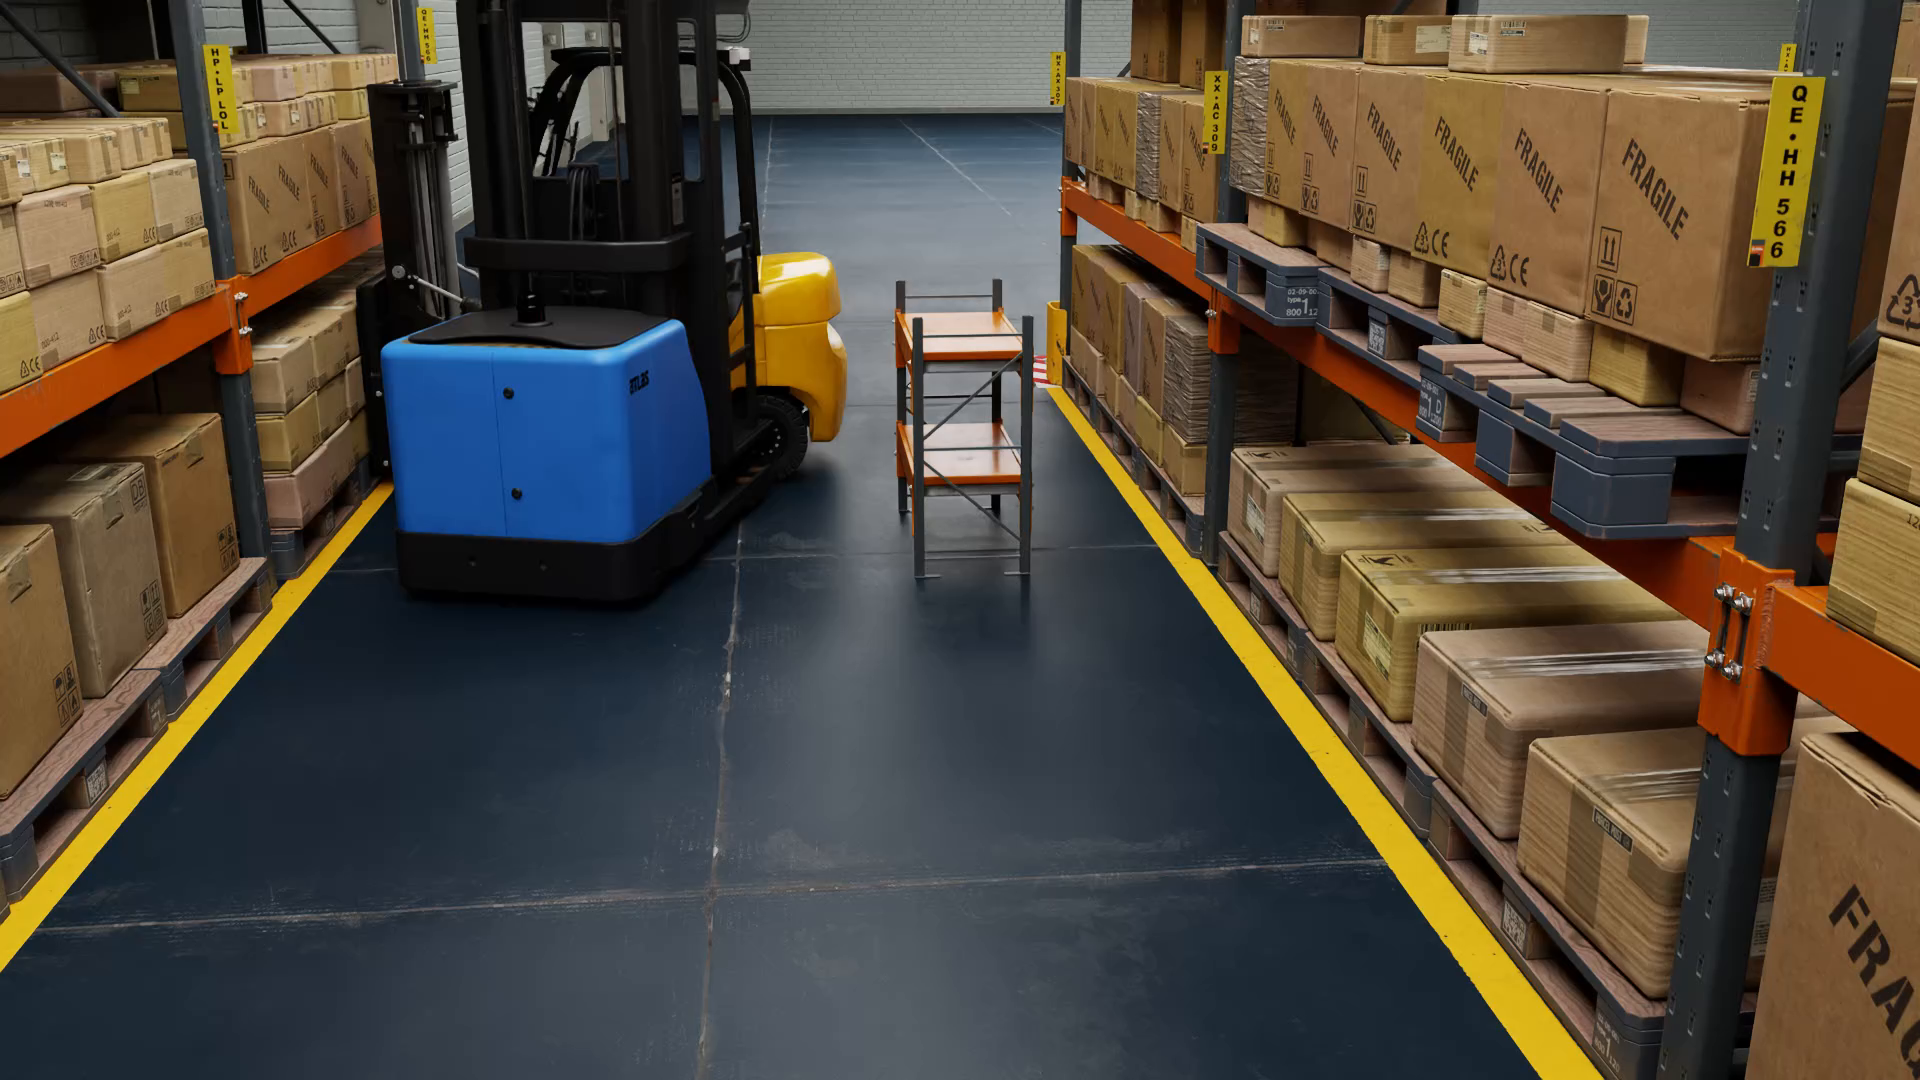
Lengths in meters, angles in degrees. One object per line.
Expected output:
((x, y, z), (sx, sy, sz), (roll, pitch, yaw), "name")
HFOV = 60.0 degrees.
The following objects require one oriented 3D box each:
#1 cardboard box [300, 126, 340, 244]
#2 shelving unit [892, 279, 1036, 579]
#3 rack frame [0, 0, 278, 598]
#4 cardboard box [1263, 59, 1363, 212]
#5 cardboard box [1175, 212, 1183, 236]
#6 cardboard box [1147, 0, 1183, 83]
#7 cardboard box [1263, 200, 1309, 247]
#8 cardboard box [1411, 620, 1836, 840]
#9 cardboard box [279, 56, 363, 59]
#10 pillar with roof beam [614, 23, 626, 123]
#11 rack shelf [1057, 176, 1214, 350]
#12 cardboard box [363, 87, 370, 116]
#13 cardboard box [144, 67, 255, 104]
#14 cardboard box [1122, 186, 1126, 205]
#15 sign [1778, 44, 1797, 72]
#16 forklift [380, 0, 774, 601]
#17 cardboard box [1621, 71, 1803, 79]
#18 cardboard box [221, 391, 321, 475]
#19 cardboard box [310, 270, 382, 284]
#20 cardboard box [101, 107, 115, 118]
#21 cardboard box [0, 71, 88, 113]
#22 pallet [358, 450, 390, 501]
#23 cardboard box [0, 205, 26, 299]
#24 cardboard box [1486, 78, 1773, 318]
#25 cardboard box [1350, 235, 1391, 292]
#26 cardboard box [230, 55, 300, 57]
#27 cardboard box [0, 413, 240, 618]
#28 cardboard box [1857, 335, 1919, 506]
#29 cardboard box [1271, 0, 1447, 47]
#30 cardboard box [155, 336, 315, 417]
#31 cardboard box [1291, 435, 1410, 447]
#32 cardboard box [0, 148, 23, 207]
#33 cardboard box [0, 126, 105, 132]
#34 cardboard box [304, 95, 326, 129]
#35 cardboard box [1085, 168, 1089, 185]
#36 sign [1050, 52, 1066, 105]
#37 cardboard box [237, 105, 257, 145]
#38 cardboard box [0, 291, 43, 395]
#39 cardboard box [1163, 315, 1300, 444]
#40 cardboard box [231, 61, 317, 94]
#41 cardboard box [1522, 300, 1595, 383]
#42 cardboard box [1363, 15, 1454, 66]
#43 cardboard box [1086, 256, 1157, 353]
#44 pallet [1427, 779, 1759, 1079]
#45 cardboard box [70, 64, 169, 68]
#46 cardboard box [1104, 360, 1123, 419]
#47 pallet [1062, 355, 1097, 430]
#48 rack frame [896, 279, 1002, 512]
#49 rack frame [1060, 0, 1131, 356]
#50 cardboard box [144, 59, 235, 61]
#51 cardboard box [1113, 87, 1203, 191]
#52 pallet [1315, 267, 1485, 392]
((-3.270, -1.678, 7.847), (0.500, 0.500, 0.500), (-2, 18, -6), "cardboard box")
((0.001, -0.535, 7.502), (0.538, 1.125, 1.048), (-2, 18, -6), "shelving unit")
((-3.360, -1.185, 6.443), (1.000, 3.000, 0.127), (-2, 18, -6), "rack frame")
((1.392, -1.431, 5.864), (0.500, 0.500, 0.500), (-2, 18, -5), "cardboard box")
((1.247, -1.534, 7.976), (0.380, 0.149, 0.250), (-2, 18, -6), "cardboard box")
((1.479, -2.901, 9.577), (0.700, 0.500, 0.500), (-2, 18, -5), "cardboard box")
((1.337, -1.170, 6.116), (0.380, 0.149, 0.250), (-1, 17, -5), "cardboard box")
((1.857, 0.518, 4.706), (0.950, 0.372, 0.625), (-2, 18, -7), "cardboard box")
((-3.464, -2.549, 9.042), (0.380, 0.149, 0.250), (-2, 18, -5), "cardboard box")
((-3.409, -14.074, 37.484), (9.100, 9.000, 0.400), (-2, 18, -6), "pillar with roof beam")
((1.371, -1.592, 8.940), (1.077, 0.370, 4.000), (-2, 18, -6), "rack shelf")
((-3.348, -2.332, 8.848), (0.380, 0.149, 0.250), (-2, 18, -7), "cardboard box")
((-3.250, -1.939, 7.098), (0.380, 0.149, 0.250), (-2, 18, -7), "cardboard box")
((1.108, -1.917, 9.195), (0.380, 0.149, 0.250), (-1, 17, -4), "cardboard box")
((5.525, -3.149, 11.123), (0.100, 0.325, 0.005), (-2, 18, -6), "sign")
((-1.557, -1.554, 7.734), (1.130, 2.935, 3.031), (3, 18, 9), "forklift")
((2.051, -0.992, 4.463), (0.500, 0.500, 0.500), (-1, 17, -5), "cardboard box")
((-3.103, -0.465, 7.206), (0.500, 0.250, 0.500), (-2, 18, -6), "cardboard box")
((-3.294, -1.312, 9.070), (0.500, 0.250, 0.500), (-2, 17, -5), "cardboard box")
((-3.709, -1.703, 6.844), (0.380, 0.149, 0.250), (-2, 18, -7), "cardboard box")
((-3.693, -1.770, 6.559), (0.380, 0.149, 0.250), (-2, 18, -6), "cardboard box")
((-3.529, -0.457, 8.779), (1.003, 0.211, 1.213), (-2, 18, -6), "pallet")
((-2.914, -0.757, 4.495), (0.500, 0.250, 0.500), (-2, 17, -5), "cardboard box")
((1.602, -0.818, 3.910), (0.500, 0.500, 0.500), (-2, 18, -7), "cardboard box")
((1.426, -0.856, 5.114), (0.380, 0.149, 0.250), (-1, 17, -4), "cardboard box")
((-3.985, -2.688, 9.484), (0.380, 0.149, 0.250), (-1, 17, -4), "cardboard box")
((-3.295, -0.097, 6.241), (0.875, 0.625, 0.625), (-1, 17, -3), "cardboard box")
((1.796, -0.156, 2.581), (0.500, 0.250, 0.500), (-2, 18, -6), "cardboard box")
((1.747, -2.144, 7.164), (0.700, 0.500, 0.500), (-2, 18, -6), "cardboard box")
((-3.098, -0.704, 7.132), (0.500, 0.250, 0.500), (-2, 18, -6), "cardboard box")
((1.785, -0.412, 7.870), (0.500, 0.250, 0.500), (-3, 18, -8), "cardboard box")
((-2.838, -0.991, 4.574), (0.380, 0.149, 0.250), (-2, 18, -7), "cardboard box")
((-3.086, -1.296, 5.548), (0.380, 0.149, 0.250), (-2, 18, -6), "cardboard box")
((-3.235, -2.027, 7.876), (0.380, 0.149, 0.250), (-2, 18, -7), "cardboard box")
((0.993, -2.303, 10.425), (0.380, 0.149, 0.250), (-2, 18, -5), "cardboard box")
((0.625, -2.927, 10.547), (0.100, 0.325, 0.005), (-2, 18, -6), "sign")
((-3.159, -1.722, 6.904), (0.380, 0.149, 0.250), (-1, 17, -4), "cardboard box")
((-2.909, -0.519, 4.573), (0.500, 0.250, 0.500), (-1, 17, -4), "cardboard box")
((1.249, -0.753, 7.706), (0.500, 0.500, 0.500), (-2, 18, -6), "cardboard box")
((-3.353, -2.243, 8.067), (0.380, 0.149, 0.250), (-2, 18, -5), "cardboard box")
((1.551, -0.470, 3.883), (0.380, 0.149, 0.250), (-2, 18, -6), "cardboard box")
((1.488, -1.567, 5.213), (0.380, 0.149, 0.250), (-1, 17, -3), "cardboard box")
((1.034, -1.366, 9.656), (0.500, 0.500, 0.500), (-2, 18, -8), "cardboard box")
((1.910, 0.950, 4.298), (1.003, 0.211, 1.213), (-2, 18, -6), "pallet")
((-3.814, -2.075, 7.531), (0.380, 0.149, 0.250), (-2, 18, -7), "cardboard box")
((1.086, -0.856, 9.285), (0.500, 0.250, 0.500), (-1, 17, -2), "cardboard box")
((1.221, -0.935, 10.302), (1.003, 0.211, 1.213), (-2, 18, -6), "pallet")
((-0.052, -0.686, 7.985), (0.500, 1.125, 0.032), (-2, 18, -6), "rack frame")
((1.164, -2.531, 10.731), (1.000, 3.000, 0.127), (-2, 18, -6), "rack frame")
((-3.924, -2.378, 8.499), (0.380, 0.149, 0.250), (-2, 18, -7), "cardboard box")
((1.108, -2.114, 8.738), (0.500, 0.500, 0.500), (-2, 18, -7), "cardboard box")
((1.745, -0.644, 5.042), (1.003, 0.211, 1.213), (-2, 18, -6), "pallet")
